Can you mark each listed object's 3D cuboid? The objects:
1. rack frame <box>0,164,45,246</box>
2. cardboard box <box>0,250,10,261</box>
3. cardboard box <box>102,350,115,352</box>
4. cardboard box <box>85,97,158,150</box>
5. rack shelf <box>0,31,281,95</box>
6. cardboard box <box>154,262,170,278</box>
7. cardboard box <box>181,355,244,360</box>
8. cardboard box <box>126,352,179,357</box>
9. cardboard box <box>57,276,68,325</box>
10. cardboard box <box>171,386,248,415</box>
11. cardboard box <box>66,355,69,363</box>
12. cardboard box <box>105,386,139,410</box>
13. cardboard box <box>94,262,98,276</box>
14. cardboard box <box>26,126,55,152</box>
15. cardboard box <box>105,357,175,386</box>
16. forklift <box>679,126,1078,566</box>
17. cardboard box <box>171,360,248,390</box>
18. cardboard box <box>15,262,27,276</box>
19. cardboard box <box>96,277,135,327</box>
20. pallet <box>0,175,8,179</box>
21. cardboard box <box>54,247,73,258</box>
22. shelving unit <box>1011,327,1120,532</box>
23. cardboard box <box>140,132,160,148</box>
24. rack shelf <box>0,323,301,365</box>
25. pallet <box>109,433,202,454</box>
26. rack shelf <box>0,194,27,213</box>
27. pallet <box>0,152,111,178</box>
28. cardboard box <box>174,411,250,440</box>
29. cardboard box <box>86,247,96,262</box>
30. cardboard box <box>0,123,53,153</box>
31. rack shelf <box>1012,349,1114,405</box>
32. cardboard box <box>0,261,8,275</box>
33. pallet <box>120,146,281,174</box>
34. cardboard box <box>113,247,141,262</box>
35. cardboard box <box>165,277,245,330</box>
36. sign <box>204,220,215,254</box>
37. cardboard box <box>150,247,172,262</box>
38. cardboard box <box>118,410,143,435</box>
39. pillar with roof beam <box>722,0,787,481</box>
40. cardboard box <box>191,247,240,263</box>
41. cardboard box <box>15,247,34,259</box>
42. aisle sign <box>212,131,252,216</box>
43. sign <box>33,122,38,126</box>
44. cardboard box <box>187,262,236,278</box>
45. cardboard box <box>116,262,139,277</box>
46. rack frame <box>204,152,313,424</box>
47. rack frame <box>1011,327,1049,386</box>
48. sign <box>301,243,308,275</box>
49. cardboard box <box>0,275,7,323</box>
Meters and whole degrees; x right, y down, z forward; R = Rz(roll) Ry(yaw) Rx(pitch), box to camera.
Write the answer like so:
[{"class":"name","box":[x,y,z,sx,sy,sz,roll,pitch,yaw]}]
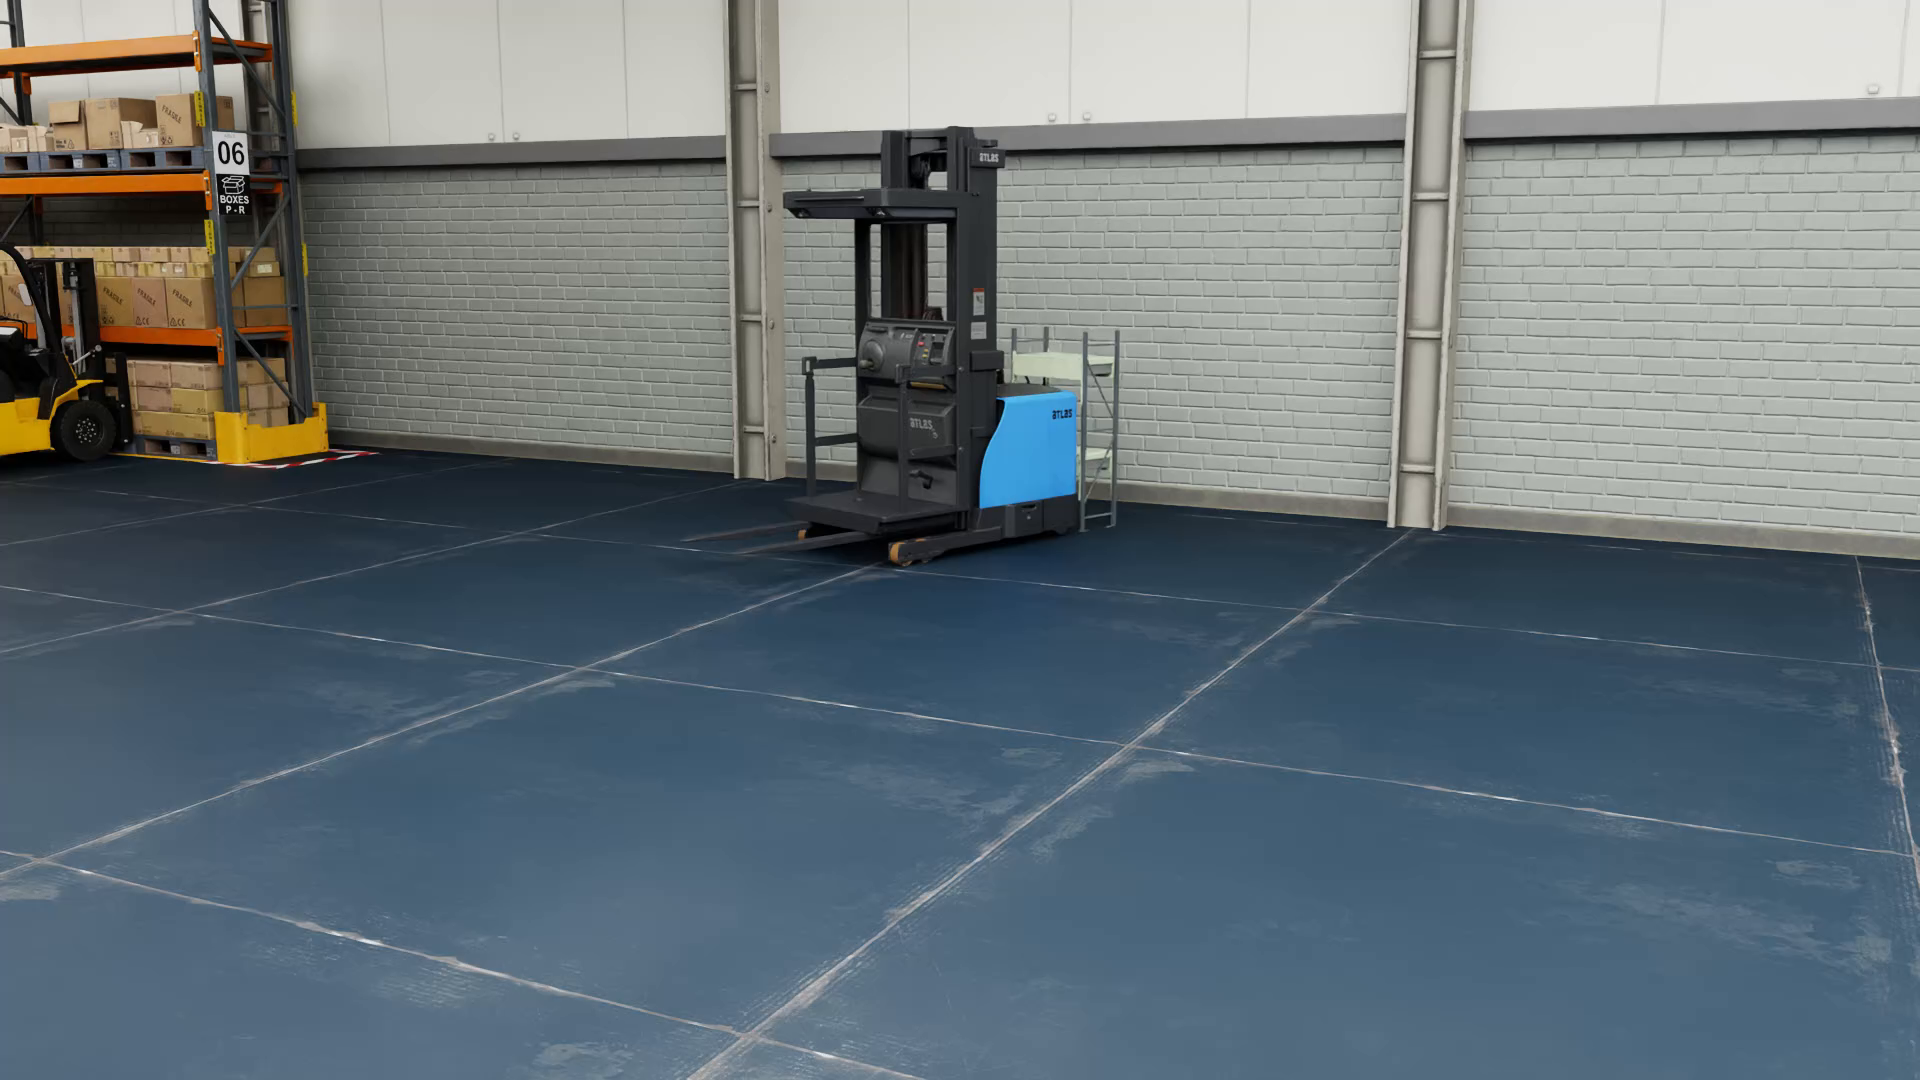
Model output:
[{"class":"rack frame","box":[-10.594,-2.648,18.440,0.127,3.000,1.000,5,11,26]},{"class":"cardboard box","box":[-10.157,-3.087,17.928,0.250,0.149,0.380,5,11,27]},{"class":"cardboard box","box":[-9.606,-1.948,18.307,0.500,0.250,0.500,5,11,25]},{"class":"cardboard box","box":[-8.386,-4.207,16.888,0.500,0.500,0.700,5,11,26]},{"class":"rack shelf","box":[-8.801,-4.892,17.135,4.000,0.370,1.077,5,11,26]},{"class":"cardboard box","box":[-7.890,-2.730,16.787,0.250,0.149,0.380,5,12,27]},{"class":"cardboard box","box":[-7.804,-1.786,17.407,0.500,0.250,0.500,5,11,26]},{"class":"cardboard box","box":[-8.704,-1.868,17.864,0.500,0.250,0.500,5,11,25]},{"class":"cardboard box","box":[-9.383,-2.543,17.576,0.500,0.500,0.500,5,11,25]},{"class":"cardboard box","box":[-7.582,-1.421,16.797,0.500,0.250,0.500,5,11,25]},{"class":"cardboard box","box":[-9.394,-1.826,17.633,0.500,0.250,0.500,5,12,28]},{"class":"cardboard box","box":[-8.499,-1.500,17.231,0.500,0.250,0.500,5,11,25]},{"class":"cardboard box","box":[-8.787,-2.815,17.261,0.250,0.149,0.380,5,11,25]},{"class":"cardboard box","box":[-9.397,-4.149,17.224,0.258,0.266,0.396,5,11,24]},{"class":"cardboard box","box":[-8.475,-1.743,17.170,0.500,0.250,0.500,5,11,27]},{"class":"forklift","box":[-0.533,-1.368,11.557,3.031,2.935,1.130,-10,14,-43]},{"class":"cardboard box","box":[-7.558,-1.665,16.742,0.500,0.250,0.500,5,12,28]},{"class":"cardboard box","box":[-9.757,-2.882,17.629,0.250,0.149,0.380,5,12,27]},{"class":"cardboard box","box":[-8.485,-2.462,17.129,0.500,0.500,0.500,5,11,25]},{"class":"pallet","box":[-11.391,-4.098,18.562,1.217,0.209,0.805,5,11,24]},{"class":"cardboard box","box":[-9.249,-3.002,17.455,0.250,0.149,0.380,5,11,26]},{"class":"shelving unit","box":[0.800,-0.871,12.820,0.431,1.500,0.755,-9,14,-44]},{"class":"cardboard box","box":[-7.884,-3.958,16.500,0.250,0.149,0.380,5,11,24]},{"class":"rack shelf","box":[-8.801,-2.137,17.633,4.000,0.370,1.077,5,11,26]},{"class":"pallet","box":[-8.801,-1.111,17.775,1.213,0.211,1.003,5,11,26]},{"class":"rack shelf","box":[-12.388,-3.928,19.108,4.000,0.370,1.077,5,11,26]},{"class":"pallet","box":[-9.818,-4.018,17.832,1.213,0.211,1.003,5,11,26]},{"class":"cardboard box","box":[-7.568,-1.173,16.832,0.500,0.250,0.500,5,11,26]},{"class":"cardboard box","box":[-8.800,-2.962,17.238,0.250,0.149,0.380,5,11,27]},{"class":"cardboard box","box":[-9.956,-4.232,17.557,0.500,0.311,0.500,5,12,27]},{"class":"rack shelf","box":[0.802,-1.255,12.752,0.431,0.370,0.720,-9,14,-44]},{"class":"cardboard box","box":[-10.192,-2.929,17.891,0.250,0.149,0.380,5,12,27]},{"class":"pallet","box":[-7.630,-3.825,16.770,1.213,0.211,1.003,5,11,26]},{"class":"cardboard box","box":[-8.376,-2.907,16.935,0.250,0.149,0.380,5,12,27]},{"class":"cardboard box","box":[-7.565,-2.379,16.672,0.500,0.500,0.500,5,11,25]},{"class":"sign","box":[-7.260,-2.934,16.101,0.005,0.325,0.100,5,11,26]},{"class":"cardboard box","box":[-7.903,-2.873,16.745,0.250,0.149,0.380,5,12,27]},{"class":"cardboard box","box":[-8.455,-1.255,17.282,0.500,0.250,0.500,5,11,26]},{"class":"pillar with roof beam","box":[-3.757,-4.324,10.851,0.400,9.000,9.100,5,11,26]},{"class":"cardboard box","box":[-7.421,-2.842,16.575,0.250,0.149,0.380,5,11,26]},{"class":"cardboard box","box":[-9.747,-3.029,17.606,0.250,0.149,0.380,5,12,27]},{"class":"aisle sign","box":[-7.078,-3.560,16.179,0.004,0.787,0.394,5,11,26]},{"class":"sign","box":[-10.350,-4.506,18.610,0.005,0.325,0.100,5,11,26]},{"class":"cardboard box","box":[-7.442,-2.684,16.535,0.250,0.149,0.380,5,11,27]},{"class":"cardboard box","box":[-8.367,-2.764,16.980,0.250,0.149,0.380,5,11,24]},{"class":"rack frame","box":[-7.007,-2.333,16.698,0.127,3.000,1.000,5,11,26]},{"class":"rack frame","box":[0.544,-0.917,13.078,0.400,1.500,0.023,-9,14,-44]},{"class":"sign","box":[-6.756,-2.886,17.101,0.005,0.325,0.100,5,11,26]},{"class":"cardboard box","box":[-10.312,-2.621,18.007,0.500,0.500,0.500,5,11,24]}]
